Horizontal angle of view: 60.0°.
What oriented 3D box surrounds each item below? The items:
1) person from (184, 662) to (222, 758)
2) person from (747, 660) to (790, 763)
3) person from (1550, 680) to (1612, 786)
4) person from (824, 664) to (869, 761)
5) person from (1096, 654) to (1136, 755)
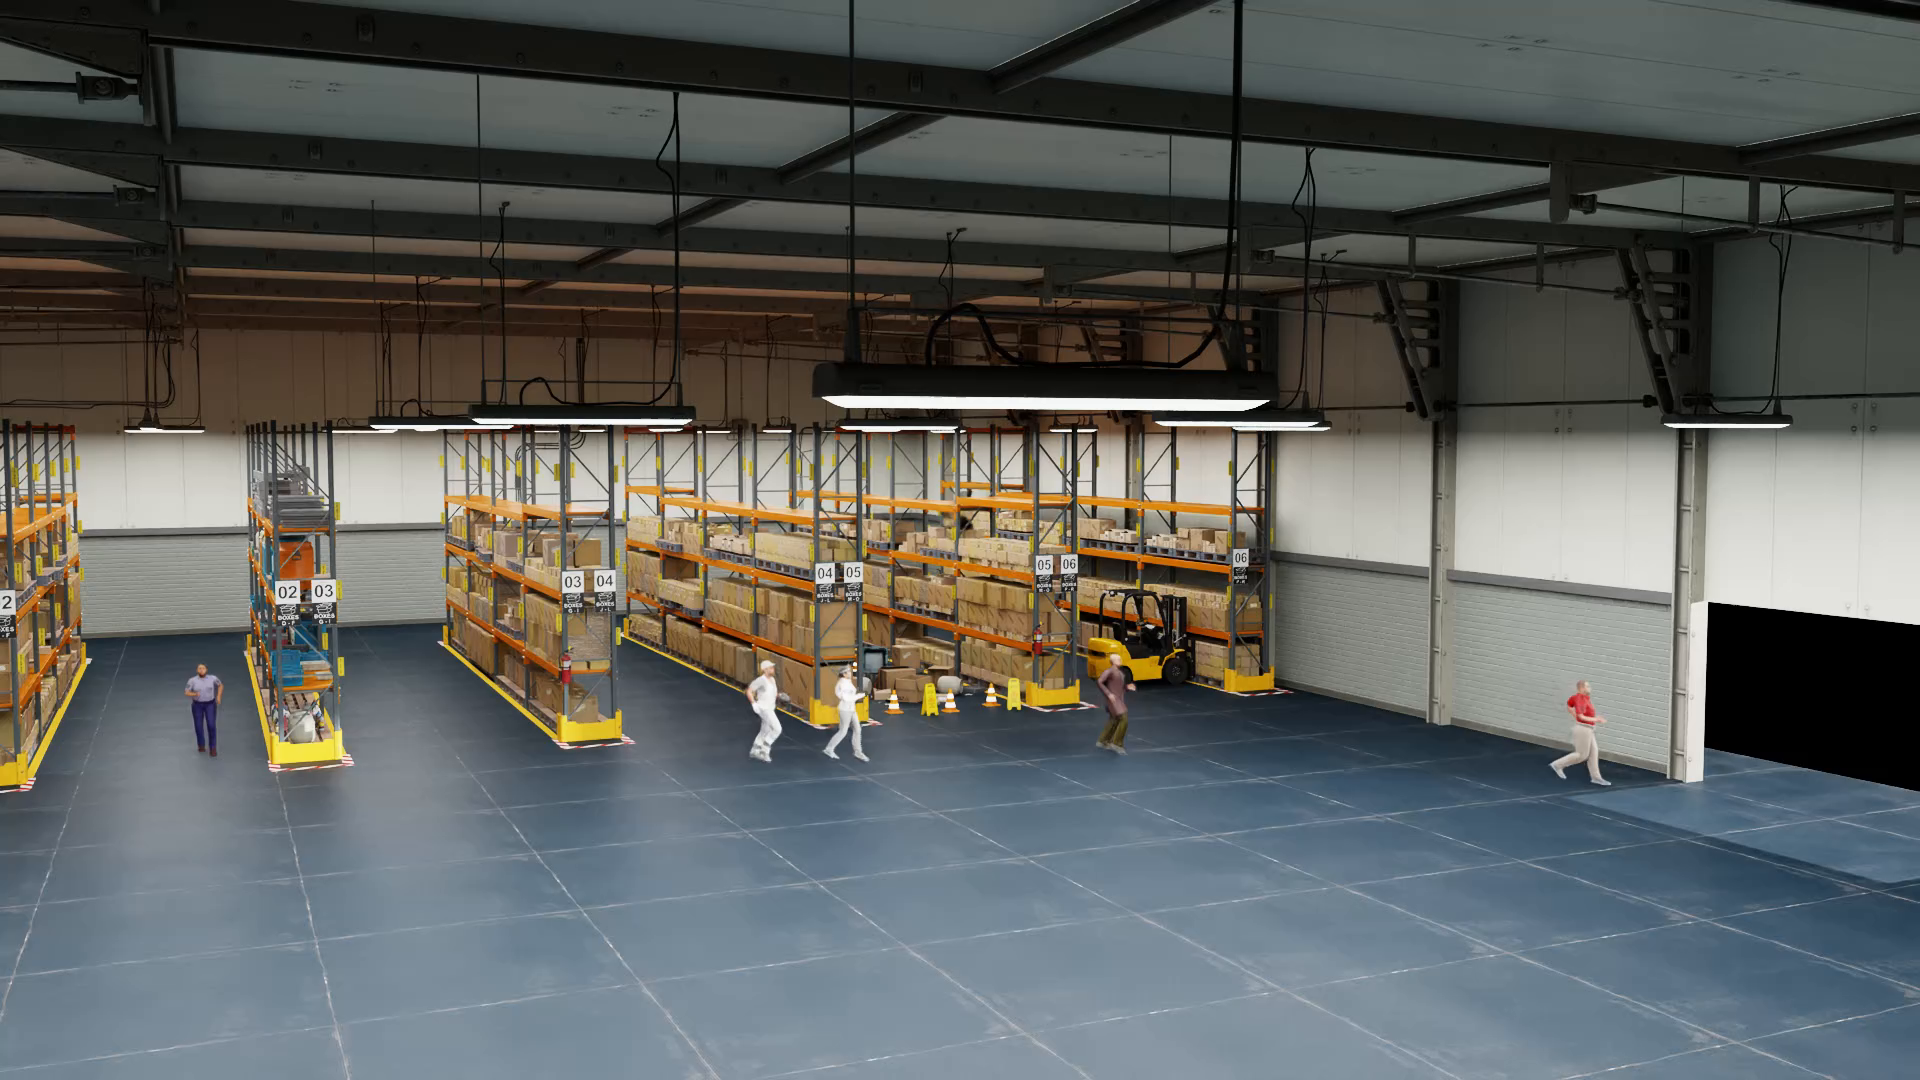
[{"bbox_3d":[-13.543,3.044,29.781,0.610,1.709,0.711,-1,4,-21],"label":"person"},{"bbox_3d":[-3.367,3.013,29.256,0.709,1.793,0.646,1,4,10],"label":"person"},{"bbox_3d":[10.183,3.156,27.226,0.954,1.725,0.664,1,4,20],"label":"person"},{"bbox_3d":[-1.992,3.032,29.221,0.766,1.730,0.597,0,4,7],"label":"person"},{"bbox_3d":[2.808,2.976,30.038,0.751,1.847,0.691,1,4,20],"label":"person"}]
